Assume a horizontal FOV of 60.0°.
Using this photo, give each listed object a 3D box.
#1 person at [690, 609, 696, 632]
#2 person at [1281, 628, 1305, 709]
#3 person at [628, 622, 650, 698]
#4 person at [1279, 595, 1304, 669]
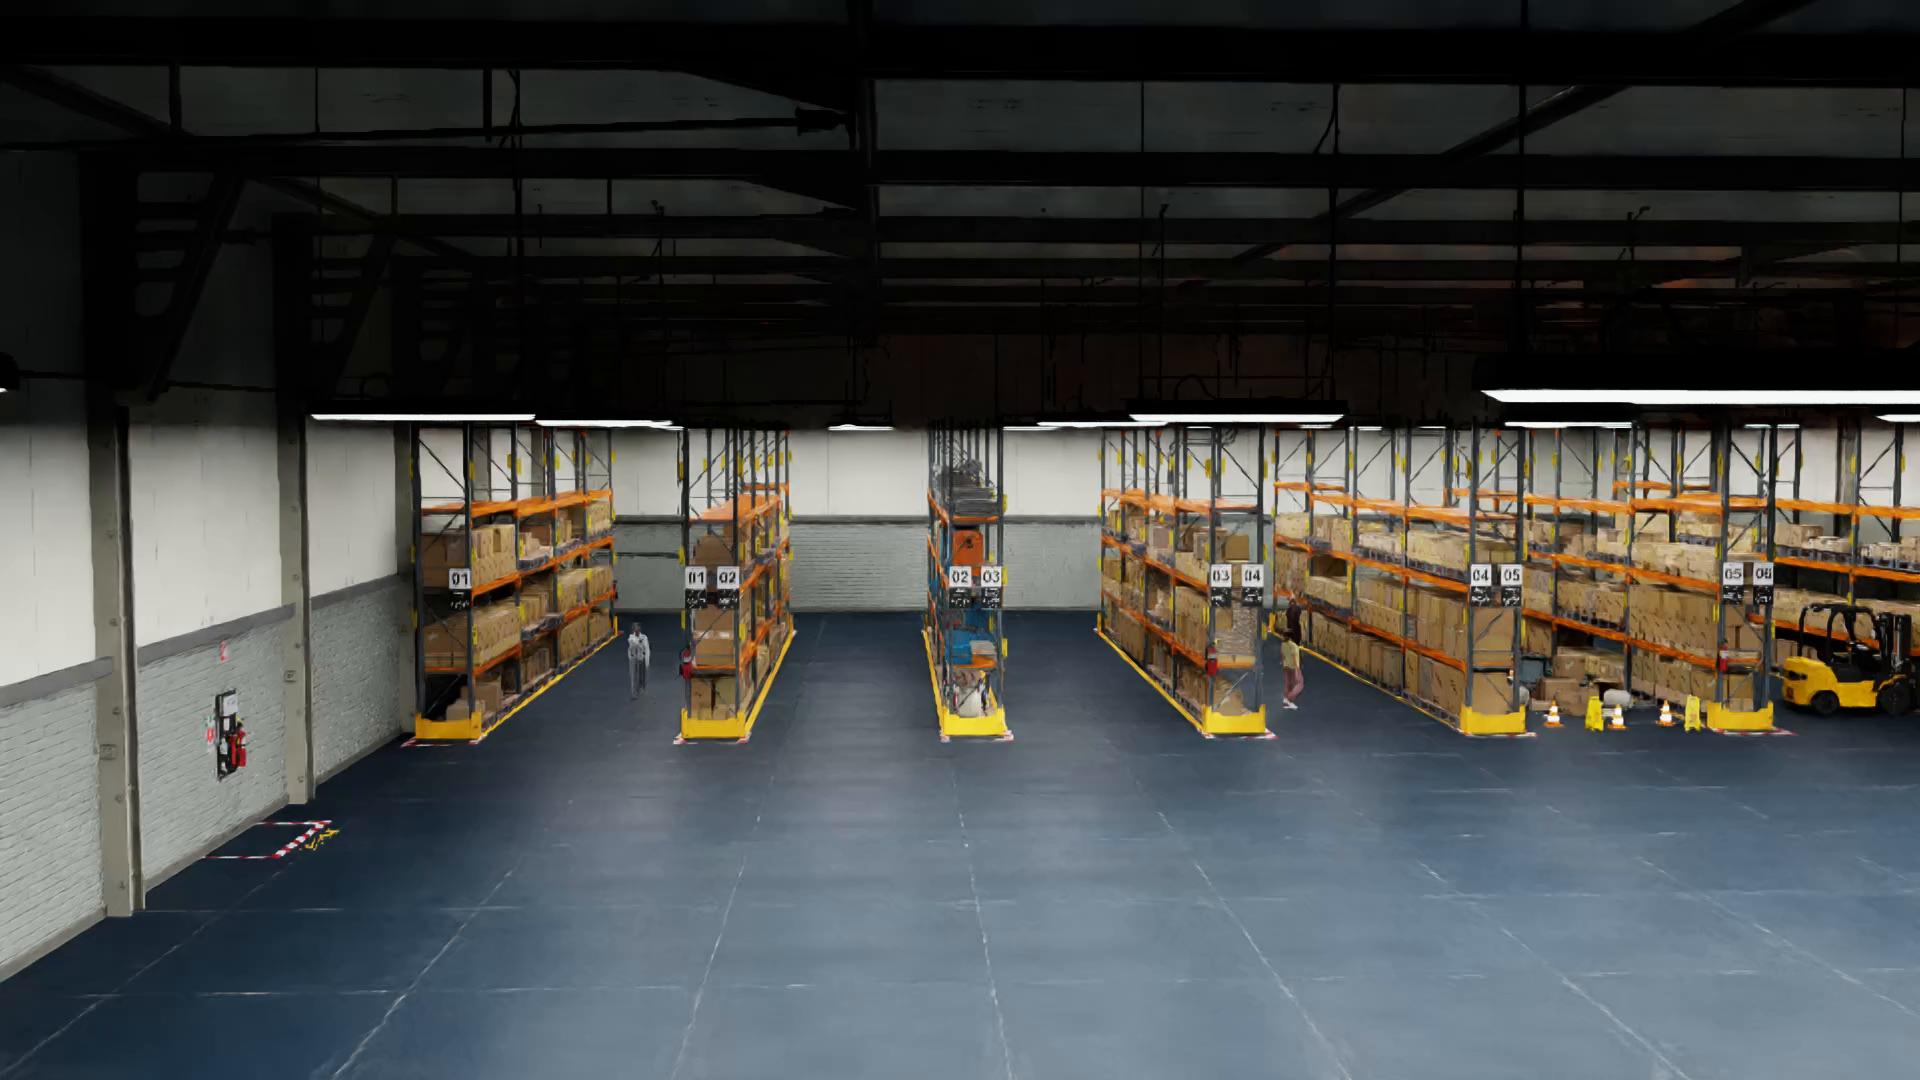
[{"bbox_3d":[-7.508,1.730,47.549,0.564,1.779,0.699,1,4,13],"label":"person"},{"bbox_3d":[6.817,2.653,34.251,0.413,1.671,0.493,-2,4,-30],"label":"person"},{"bbox_3d":[-6.917,2.564,35.833,0.502,1.624,0.996,0,4,-4],"label":"person"},{"bbox_3d":[7.991,2.203,40.065,0.648,1.773,0.691,1,4,21],"label":"person"}]
